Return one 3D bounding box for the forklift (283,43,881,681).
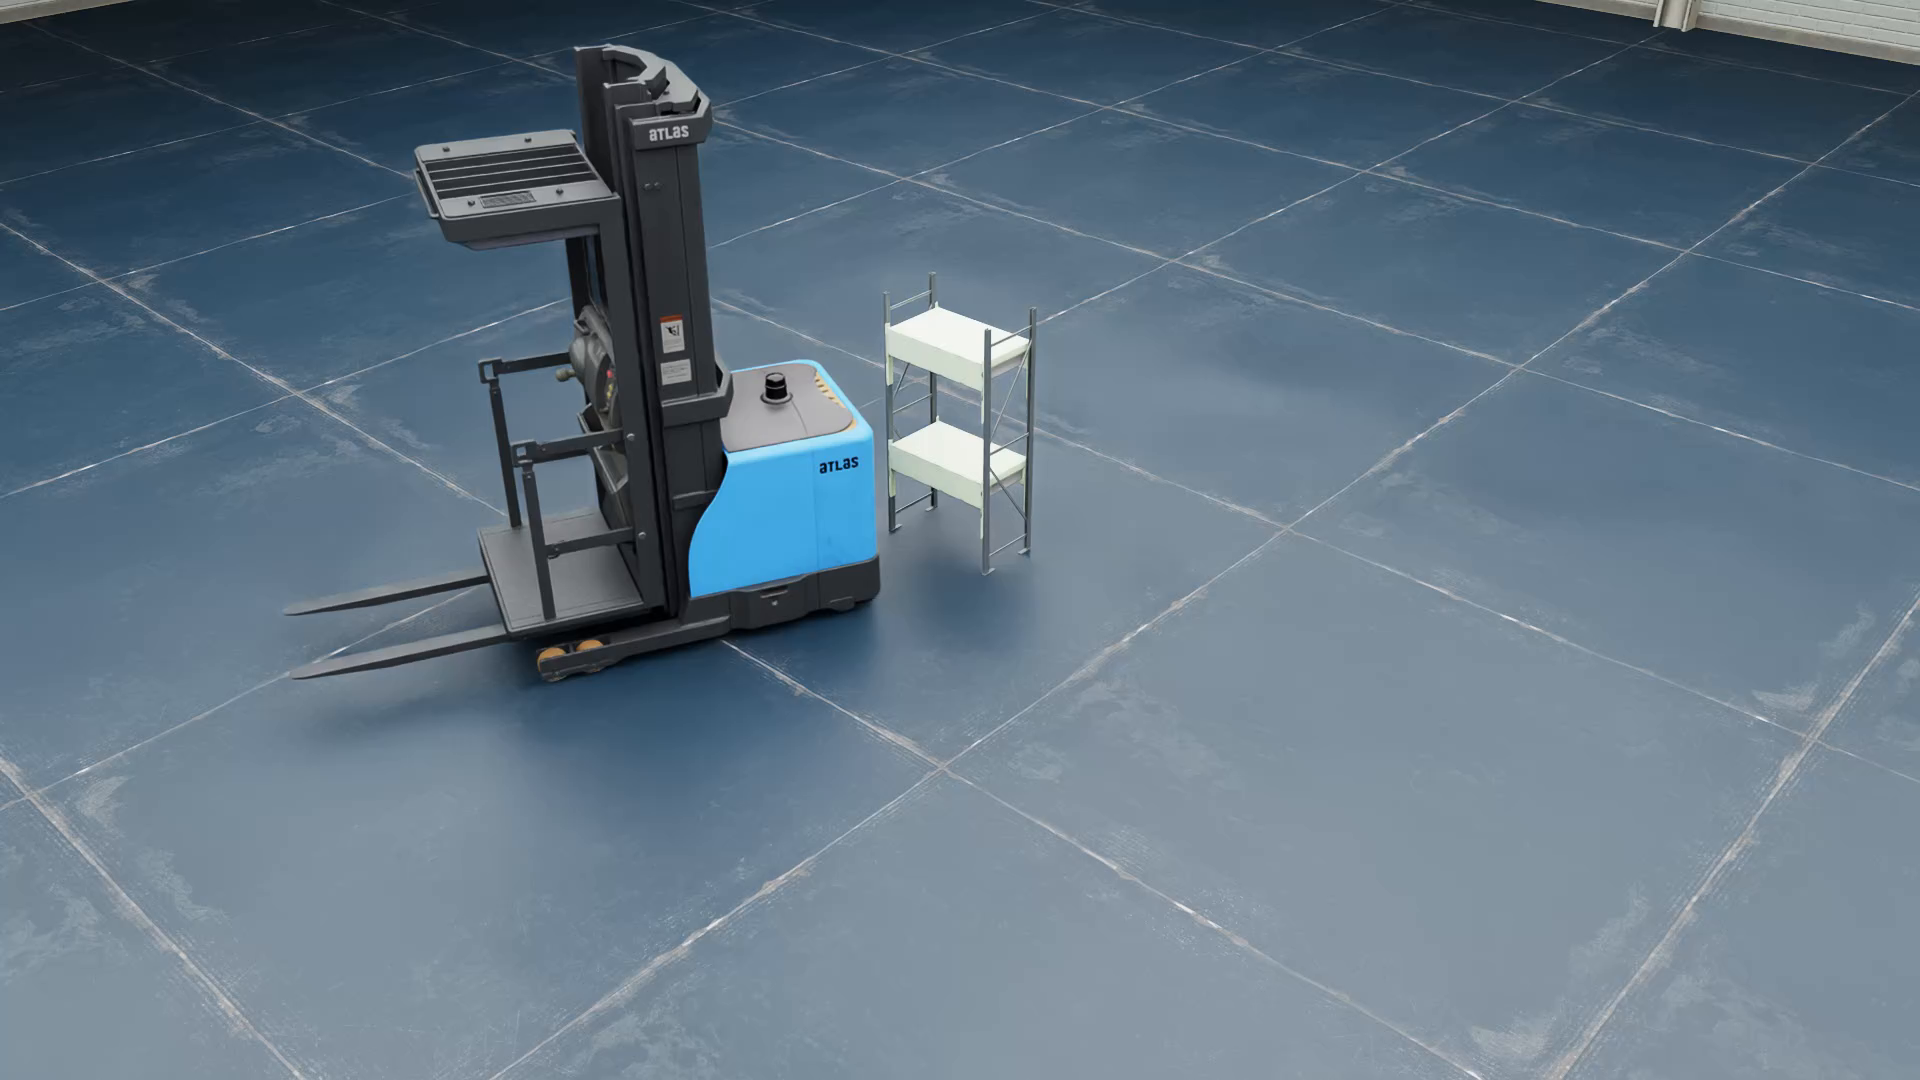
[{"bbox_3d":[-2.003,-0.845,8.256,3.031,2.935,1.130,-12,33,-19],"label":"forklift"}]

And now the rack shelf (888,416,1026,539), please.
[{"bbox_3d":[-0.005,-0.366,9.480,0.720,0.370,0.431,25,39,35],"label":"rack shelf"}]

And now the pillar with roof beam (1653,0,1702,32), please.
[{"bbox_3d":[5.661,-8.356,14.850,0.400,9.000,9.100,25,39,35],"label":"pillar with roof beam"}]

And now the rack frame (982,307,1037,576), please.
[{"bbox_3d":[0.266,-0.518,9.101,0.023,1.500,0.400,25,39,35],"label":"rack frame"}]

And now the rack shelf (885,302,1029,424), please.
[{"bbox_3d":[-0.005,-0.979,9.110,0.720,0.370,0.431,25,39,35],"label":"rack shelf"}]

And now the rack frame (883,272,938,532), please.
[{"bbox_3d":[-0.276,-0.772,9.522,0.023,1.500,0.400,25,39,35],"label":"rack frame"}]

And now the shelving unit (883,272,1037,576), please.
[{"bbox_3d":[-0.005,-0.645,9.311,0.755,1.500,0.431,25,39,35],"label":"shelving unit"}]
